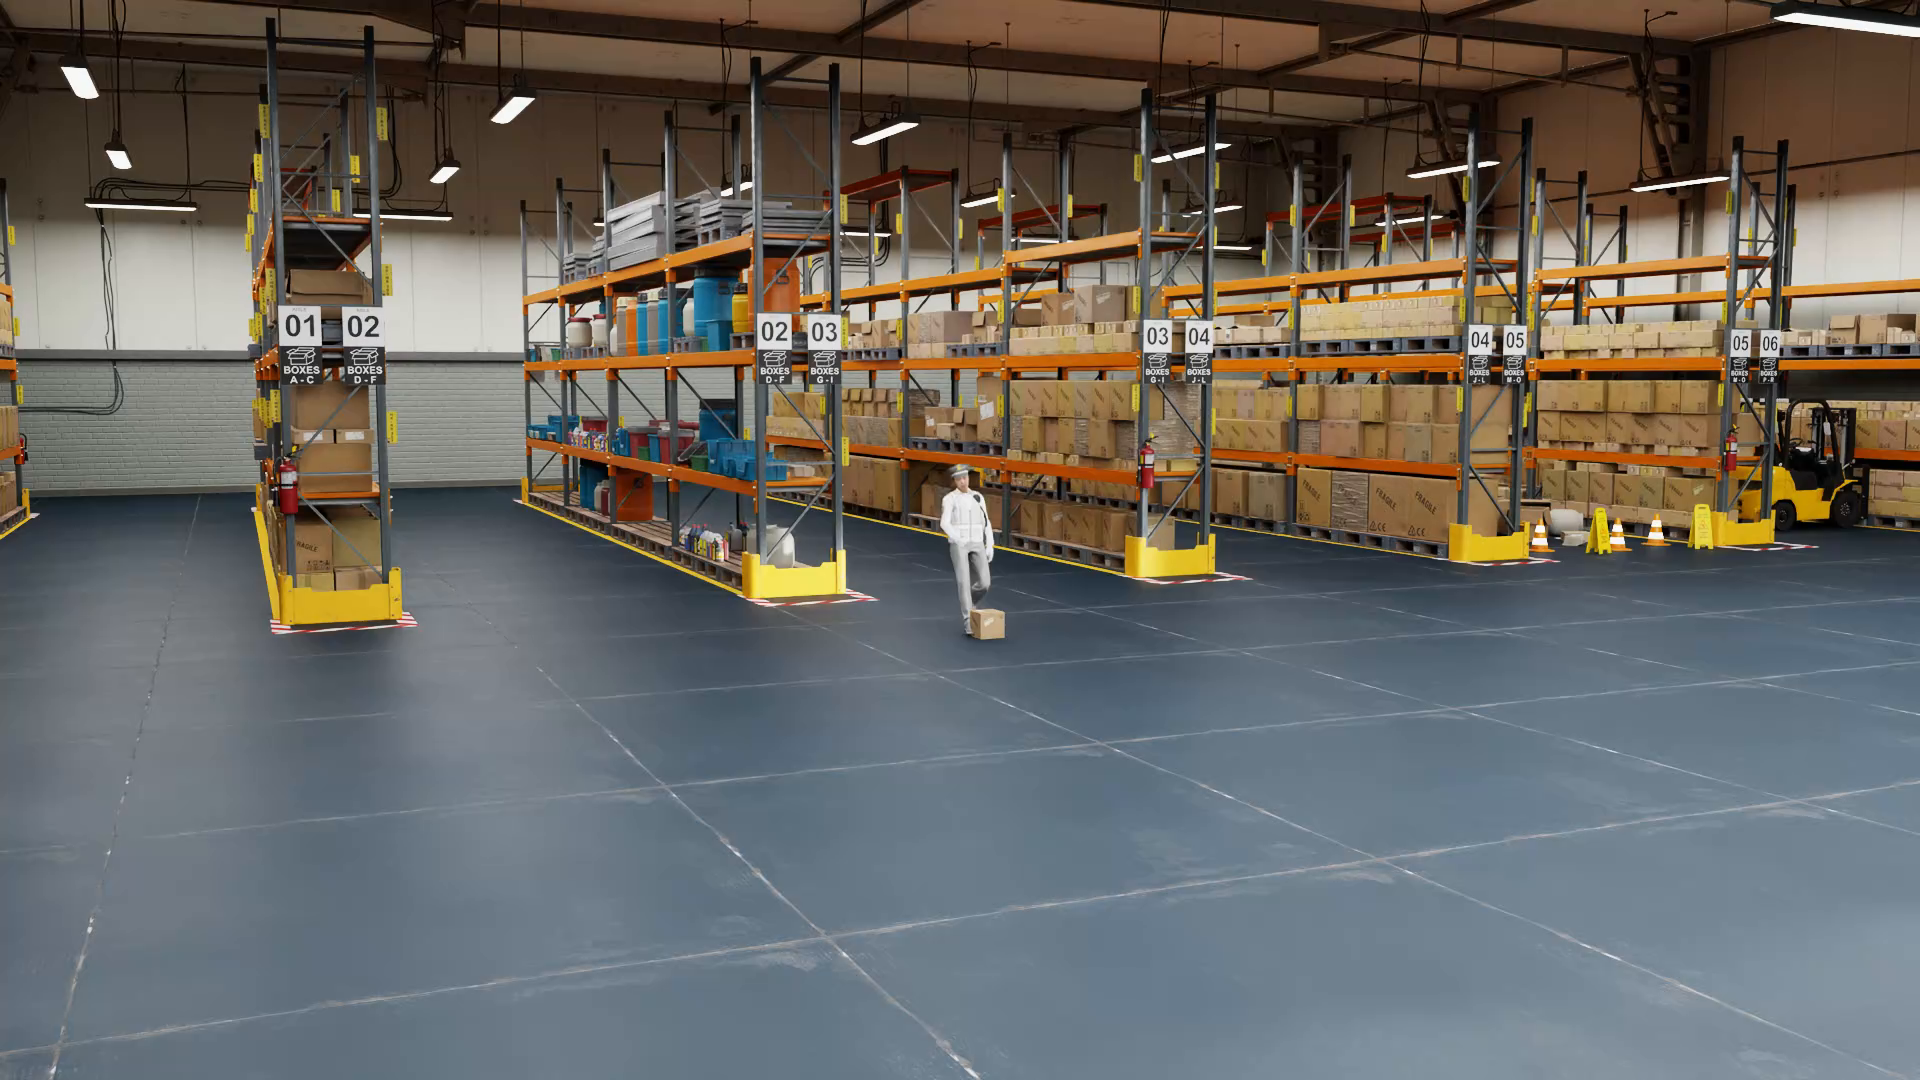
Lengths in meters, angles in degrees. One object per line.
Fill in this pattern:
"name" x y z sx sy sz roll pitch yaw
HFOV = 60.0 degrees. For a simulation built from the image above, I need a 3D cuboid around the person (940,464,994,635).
"person" 0.095 0.070 16.264 0.554 1.622 0.793 -2 6 -19
